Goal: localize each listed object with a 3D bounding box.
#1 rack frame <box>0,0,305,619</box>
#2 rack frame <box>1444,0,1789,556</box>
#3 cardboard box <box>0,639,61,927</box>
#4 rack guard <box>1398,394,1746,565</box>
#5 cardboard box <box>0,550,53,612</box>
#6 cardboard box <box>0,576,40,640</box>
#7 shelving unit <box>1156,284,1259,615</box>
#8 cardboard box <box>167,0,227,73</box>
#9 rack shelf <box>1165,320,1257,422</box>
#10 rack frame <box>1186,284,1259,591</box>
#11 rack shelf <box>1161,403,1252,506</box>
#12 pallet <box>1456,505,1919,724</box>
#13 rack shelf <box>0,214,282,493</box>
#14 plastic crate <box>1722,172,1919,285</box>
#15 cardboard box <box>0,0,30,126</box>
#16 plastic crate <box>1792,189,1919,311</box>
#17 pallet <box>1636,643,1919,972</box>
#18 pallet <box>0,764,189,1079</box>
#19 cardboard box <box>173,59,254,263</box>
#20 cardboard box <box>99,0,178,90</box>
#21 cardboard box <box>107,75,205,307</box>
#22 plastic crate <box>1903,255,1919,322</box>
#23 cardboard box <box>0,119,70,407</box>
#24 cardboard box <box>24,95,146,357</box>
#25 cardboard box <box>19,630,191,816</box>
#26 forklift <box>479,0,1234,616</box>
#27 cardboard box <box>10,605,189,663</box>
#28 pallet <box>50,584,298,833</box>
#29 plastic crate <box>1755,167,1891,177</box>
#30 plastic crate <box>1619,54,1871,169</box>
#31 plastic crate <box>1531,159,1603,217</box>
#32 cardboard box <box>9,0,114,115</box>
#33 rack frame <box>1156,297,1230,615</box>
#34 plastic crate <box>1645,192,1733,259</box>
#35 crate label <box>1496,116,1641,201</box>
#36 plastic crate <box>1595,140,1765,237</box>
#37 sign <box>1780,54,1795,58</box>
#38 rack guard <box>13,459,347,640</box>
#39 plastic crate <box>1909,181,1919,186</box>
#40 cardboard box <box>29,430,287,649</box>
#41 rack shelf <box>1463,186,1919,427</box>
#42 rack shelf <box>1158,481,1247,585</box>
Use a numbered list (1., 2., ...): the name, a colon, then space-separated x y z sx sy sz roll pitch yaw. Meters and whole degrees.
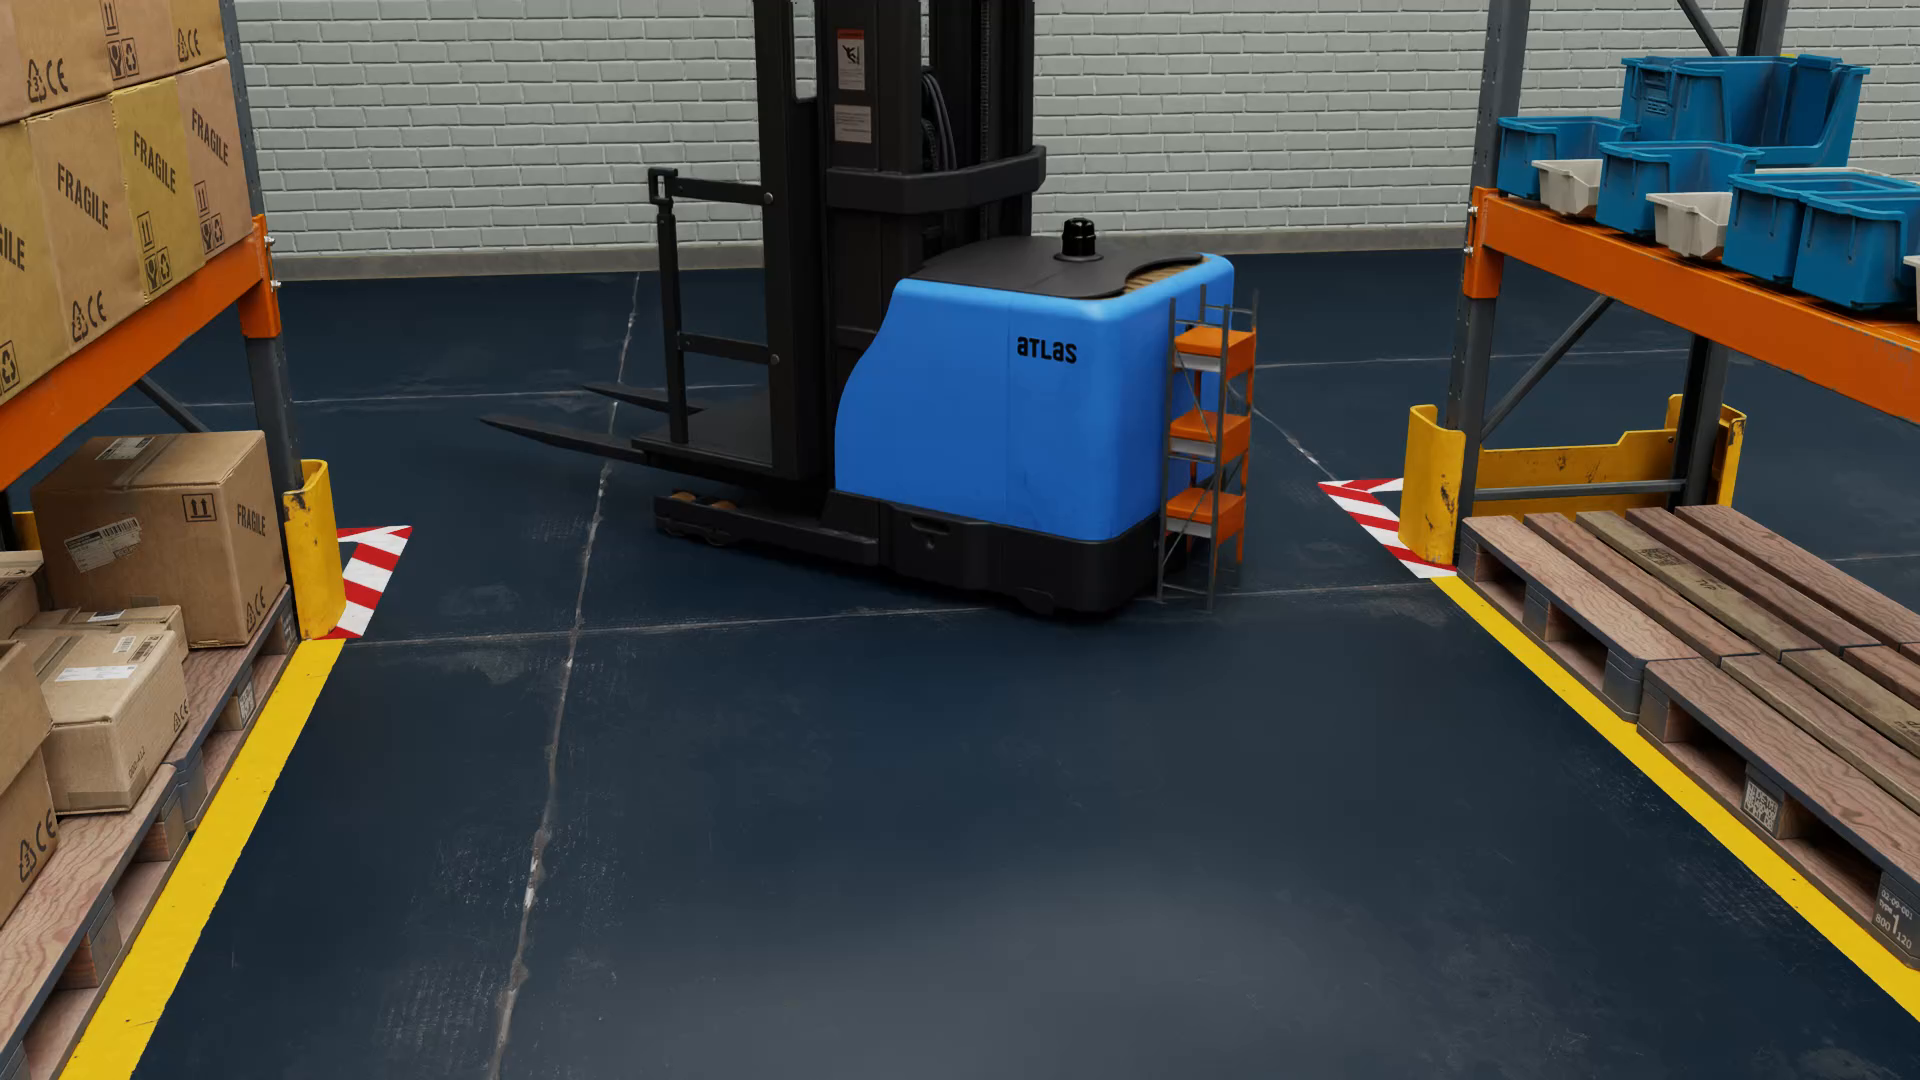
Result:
1. rack frame: -2.649 -1.144 4.991 1.000 3.000 0.127 -3 21 -8
2. rack frame: 2.253 -1.392 5.656 1.000 3.000 0.127 -3 21 -8
3. cardboard box: -2.349 0.554 3.384 0.797 0.503 0.637 -3 21 -8
4. rack guard: 2.236 -0.229 6.114 1.175 0.500 0.348 -3 21 -8
5. cardboard box: -2.929 0.148 4.978 0.380 0.149 0.250 -3 21 -8
6. cardboard box: -2.780 0.314 4.389 0.500 0.250 0.500 -3 21 -8
7. shelving unit: 0.817 -0.297 5.511 0.215 1.050 0.252 12 24 29
8. cardboard box: -2.313 -1.519 4.423 0.500 0.500 0.500 -3 21 -8
9. rack shelf: 0.817 -0.553 5.415 0.215 0.259 0.240 12 24 29
10. rack frame: 0.880 -0.334 5.609 0.200 1.050 0.008 12 24 29
11. rack shelf: 0.817 -0.287 5.515 0.215 0.259 0.240 12 24 29
12. pallet: 2.333 0.202 5.375 1.003 0.211 1.213 -3 21 -8
13. rack shelf: -2.361 -0.114 3.263 1.077 0.370 4.000 -3 21 -8
14. plastic crate: 2.152 -0.784 4.181 0.416 0.233 0.300 -3 21 -8
15. cardboard box: -2.086 -0.987 2.999 0.500 0.500 0.500 -2 21 -6
16. plastic crate: 2.196 -0.680 3.903 0.416 0.233 0.300 -3 21 -8
17. pallet: 2.506 0.623 4.246 1.003 0.211 1.213 -3 21 -8
18. pallet: -2.350 0.887 3.541 1.003 0.211 1.213 -3 21 -8
19. cardboard box: -2.315 -1.049 4.595 0.500 0.500 0.500 -2 21 -6
20. cardboard box: -2.239 -1.344 3.955 0.500 0.500 0.500 -2 21 -6
21. cardboard box: -2.237 -0.870 4.115 0.500 0.500 0.500 -3 21 -7
22. plastic crate: 2.281 -0.500 3.558 0.293 0.136 0.466 -3 21 -8
23. cardboard box: -2.098 -0.522 3.184 0.500 0.500 0.500 -3 21 -9
24. cardboard box: -2.171 -0.697 3.651 0.500 0.500 0.500 -3 21 -7
25. cardboard box: -2.220 0.445 4.040 0.500 0.250 0.500 -3 21 -8
26. forklift: -0.550 -1.493 6.023 3.031 2.935 1.130 12 24 30
27. cardboard box: -2.358 0.298 4.551 0.380 0.166 0.250 -3 21 -8
28. pallet: -2.523 0.465 4.670 1.003 0.211 1.213 -3 21 -8
29. plastic crate: 2.549 -1.024 4.961 0.396 0.136 0.243 -3 21 -8
30. plastic crate: 2.486 -1.330 5.355 0.616 0.435 0.499 -3 21 -8
31. plastic crate: 1.927 -1.079 5.110 0.250 0.136 0.298 -3 21 -8
32. cardboard box: -2.160 -1.165 3.475 0.500 0.500 0.500 -2 21 -6
33. rack frame: 0.754 -0.260 5.413 0.200 1.050 0.008 12 24 29
34. plastic crate: 2.025 -0.845 4.481 0.250 0.136 0.298 -3 21 -8
35. crate label: 1.963 -1.240 5.402 0.416 0.233 0.303 -3 21 -8
36. plastic crate: 2.057 -1.012 4.792 0.416 0.233 0.300 -3 21 -8
37. sign: 2.795 -1.502 5.717 0.100 0.325 0.005 -3 21 -8
38. rack guard: -2.638 0.054 5.358 1.175 0.500 0.348 -3 21 -8
39. plastic crate: 2.577 -0.922 4.690 0.396 0.136 0.243 -3 21 -8
40. cardboard box: -2.327 -0.003 4.881 0.500 0.500 0.500 -3 21 -8
41. rack shelf: 2.541 -0.363 3.928 1.077 0.370 4.000 -3 21 -8
42. rack shelf: 0.817 -0.027 5.612 0.215 0.259 0.240 12 24 29
